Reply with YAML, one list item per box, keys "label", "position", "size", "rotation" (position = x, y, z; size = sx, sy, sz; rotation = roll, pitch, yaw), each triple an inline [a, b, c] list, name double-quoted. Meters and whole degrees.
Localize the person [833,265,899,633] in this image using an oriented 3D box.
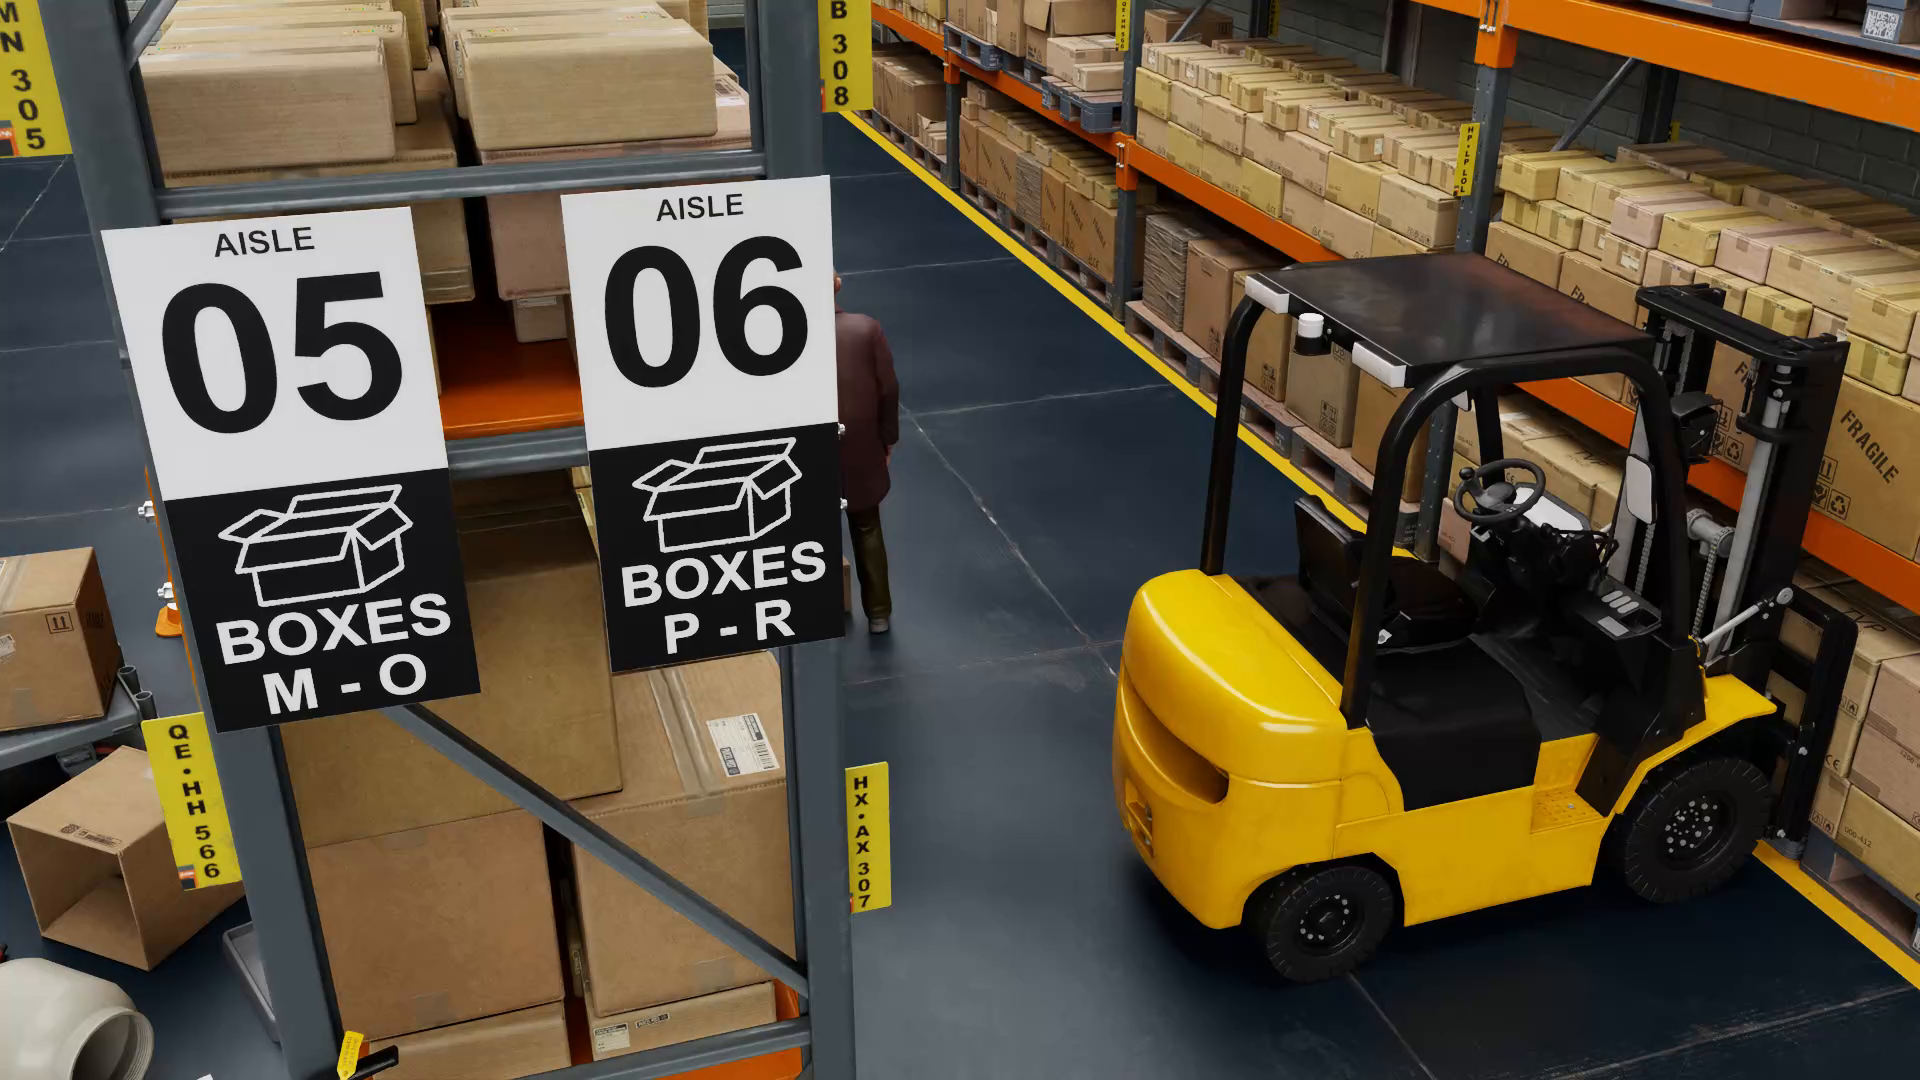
- label: "person"
  position: [-0.578, -0.393, 7.436]
  size: [0.656, 1.774, 0.421]
  rotation: [-10, 28, -19]
